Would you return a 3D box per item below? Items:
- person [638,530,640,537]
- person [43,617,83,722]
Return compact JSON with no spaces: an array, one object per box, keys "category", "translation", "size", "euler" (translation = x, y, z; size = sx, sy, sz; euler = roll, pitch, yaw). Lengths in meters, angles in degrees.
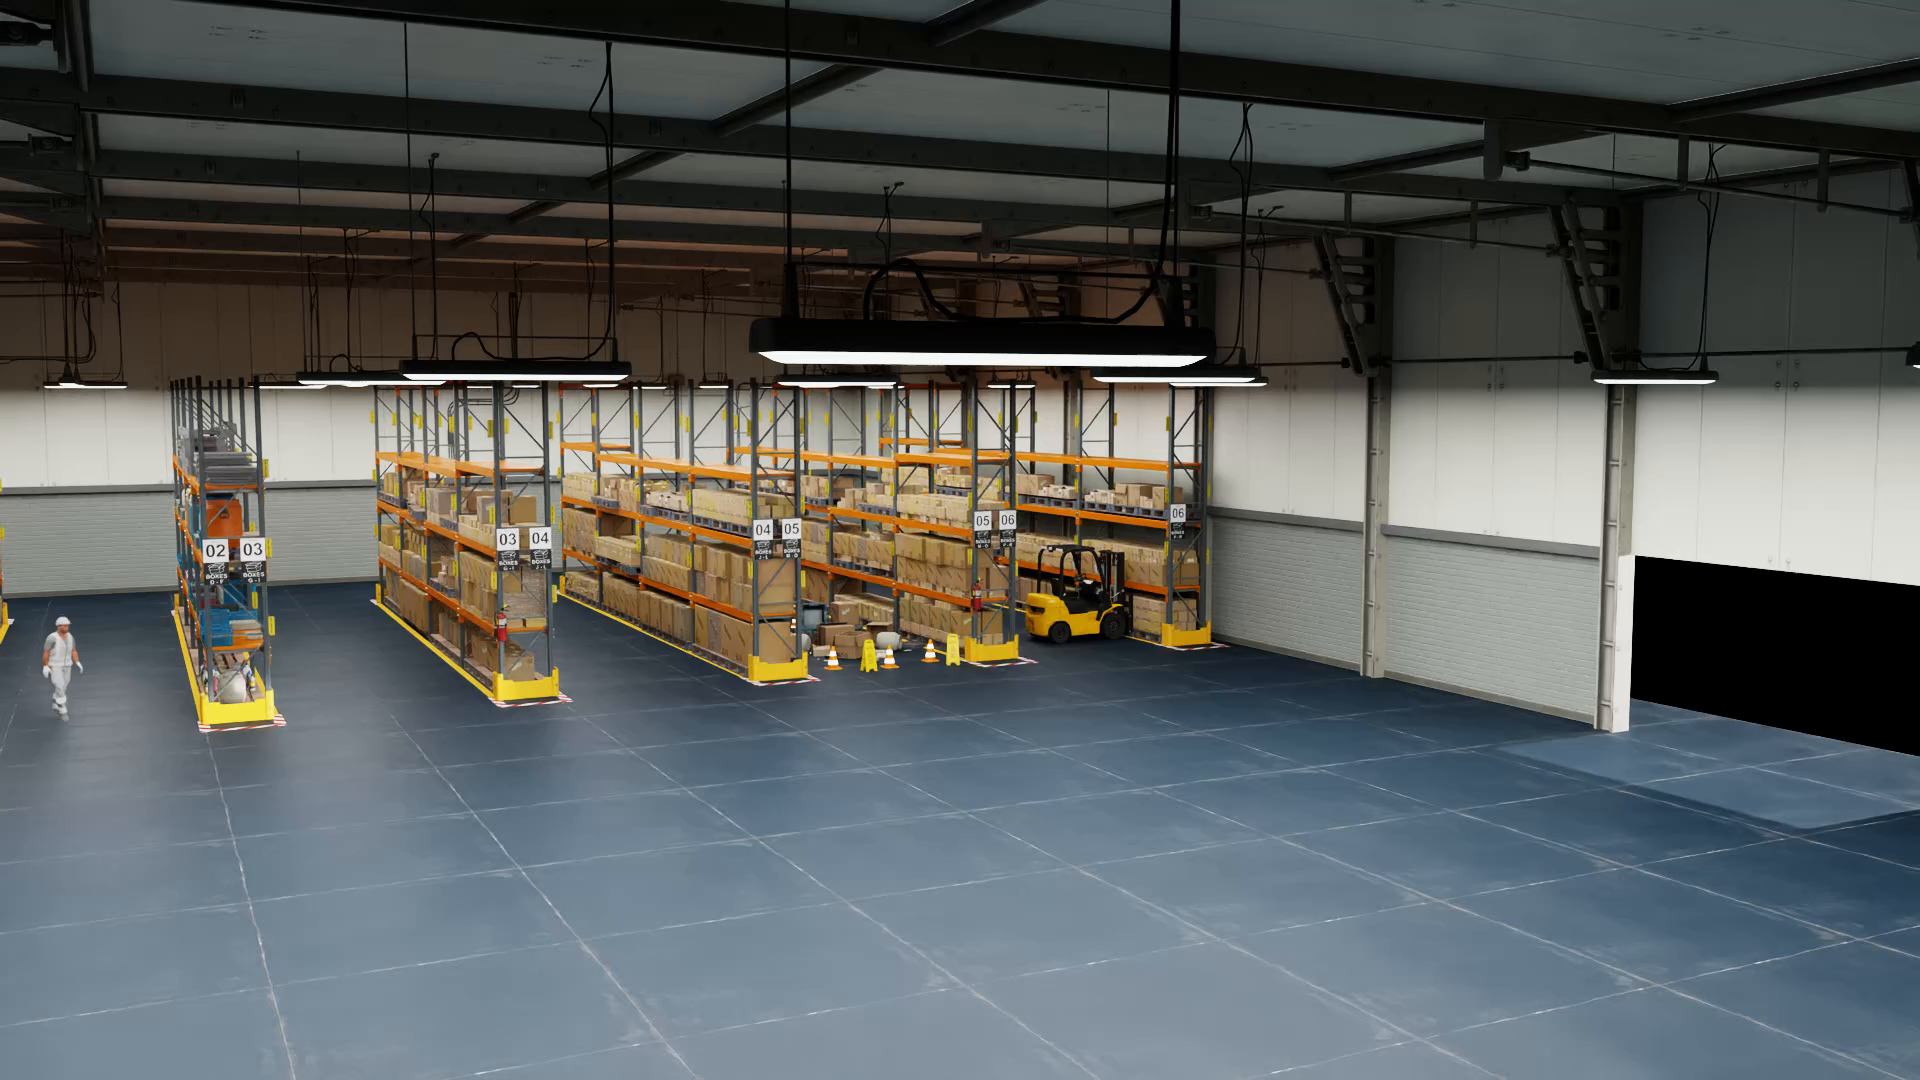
[{"category":"person","translation":[-9.497,0.516,49.250],"size":[0.884,1.638,0.504],"euler":[-4,6,-37]},{"category":"person","translation":[-15.788,2.244,29.206],"size":[0.792,1.795,0.626],"euler":[3,6,33]}]
